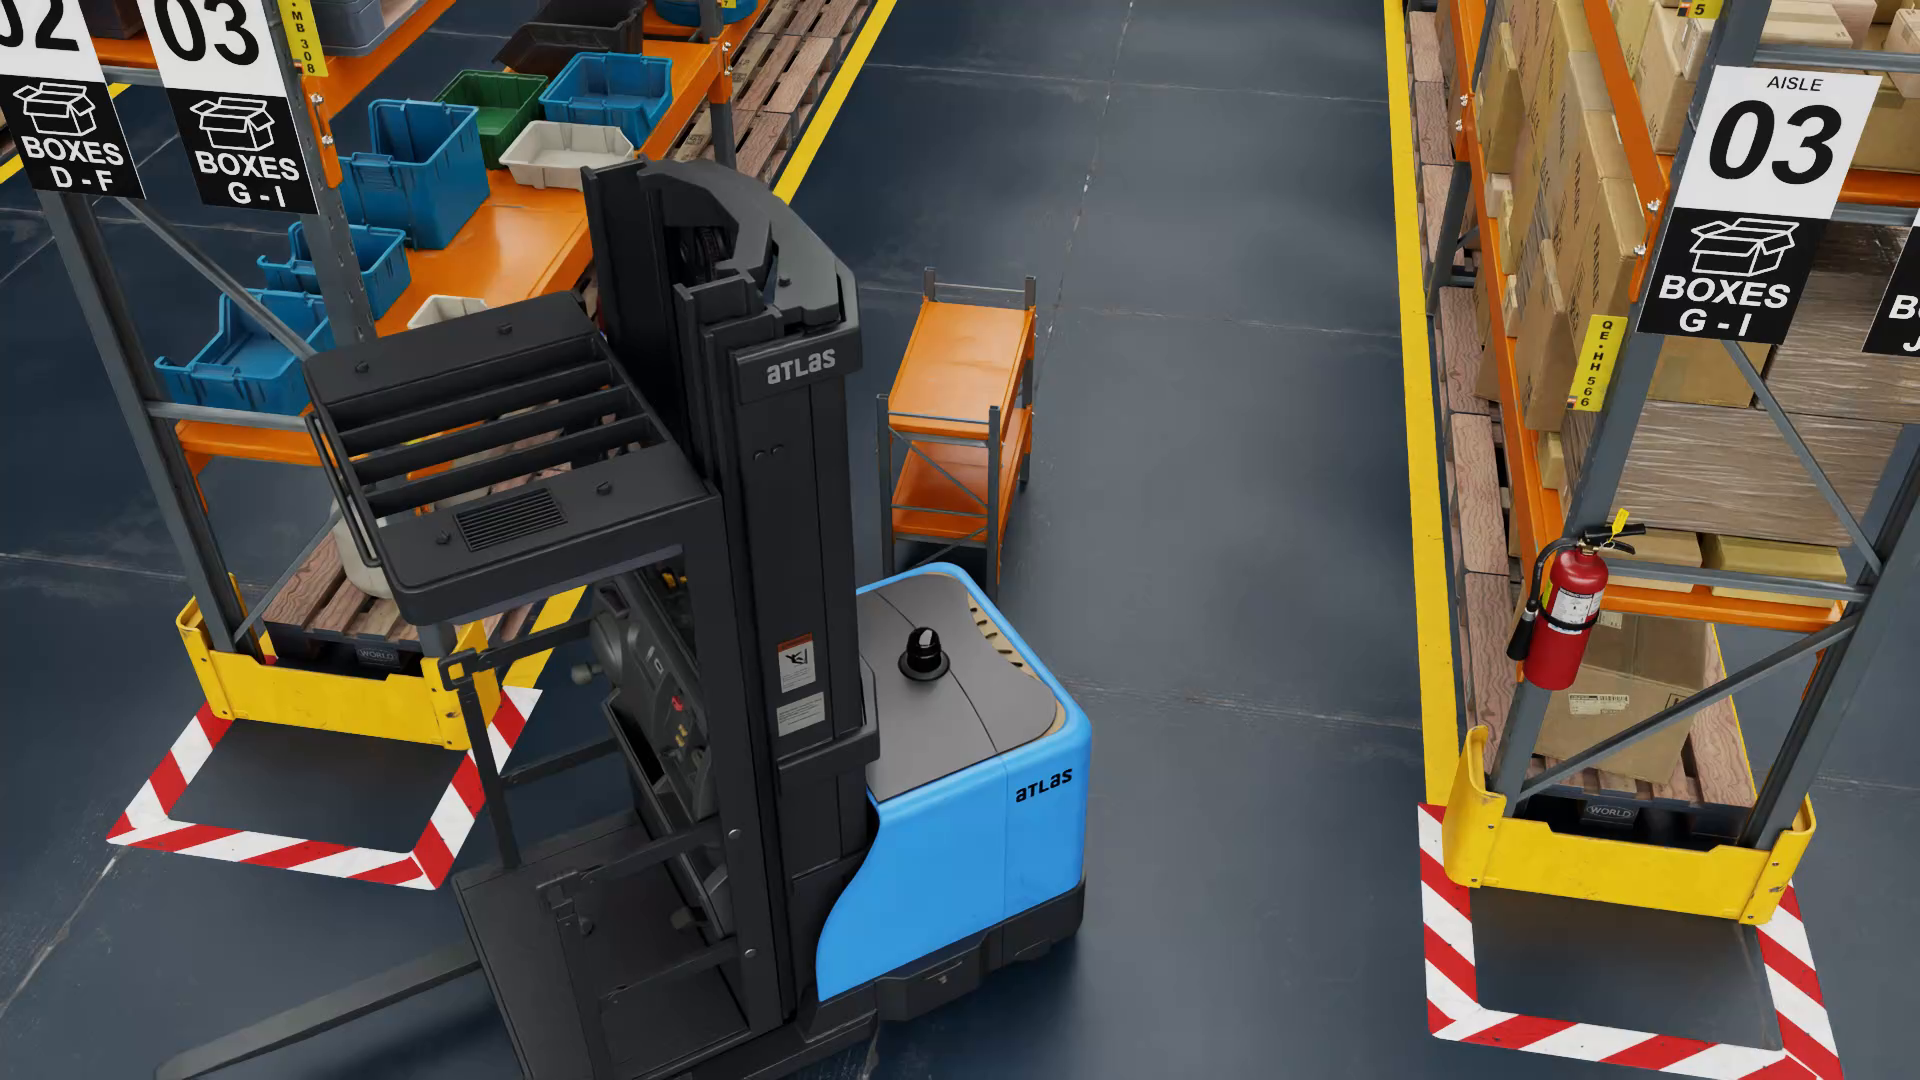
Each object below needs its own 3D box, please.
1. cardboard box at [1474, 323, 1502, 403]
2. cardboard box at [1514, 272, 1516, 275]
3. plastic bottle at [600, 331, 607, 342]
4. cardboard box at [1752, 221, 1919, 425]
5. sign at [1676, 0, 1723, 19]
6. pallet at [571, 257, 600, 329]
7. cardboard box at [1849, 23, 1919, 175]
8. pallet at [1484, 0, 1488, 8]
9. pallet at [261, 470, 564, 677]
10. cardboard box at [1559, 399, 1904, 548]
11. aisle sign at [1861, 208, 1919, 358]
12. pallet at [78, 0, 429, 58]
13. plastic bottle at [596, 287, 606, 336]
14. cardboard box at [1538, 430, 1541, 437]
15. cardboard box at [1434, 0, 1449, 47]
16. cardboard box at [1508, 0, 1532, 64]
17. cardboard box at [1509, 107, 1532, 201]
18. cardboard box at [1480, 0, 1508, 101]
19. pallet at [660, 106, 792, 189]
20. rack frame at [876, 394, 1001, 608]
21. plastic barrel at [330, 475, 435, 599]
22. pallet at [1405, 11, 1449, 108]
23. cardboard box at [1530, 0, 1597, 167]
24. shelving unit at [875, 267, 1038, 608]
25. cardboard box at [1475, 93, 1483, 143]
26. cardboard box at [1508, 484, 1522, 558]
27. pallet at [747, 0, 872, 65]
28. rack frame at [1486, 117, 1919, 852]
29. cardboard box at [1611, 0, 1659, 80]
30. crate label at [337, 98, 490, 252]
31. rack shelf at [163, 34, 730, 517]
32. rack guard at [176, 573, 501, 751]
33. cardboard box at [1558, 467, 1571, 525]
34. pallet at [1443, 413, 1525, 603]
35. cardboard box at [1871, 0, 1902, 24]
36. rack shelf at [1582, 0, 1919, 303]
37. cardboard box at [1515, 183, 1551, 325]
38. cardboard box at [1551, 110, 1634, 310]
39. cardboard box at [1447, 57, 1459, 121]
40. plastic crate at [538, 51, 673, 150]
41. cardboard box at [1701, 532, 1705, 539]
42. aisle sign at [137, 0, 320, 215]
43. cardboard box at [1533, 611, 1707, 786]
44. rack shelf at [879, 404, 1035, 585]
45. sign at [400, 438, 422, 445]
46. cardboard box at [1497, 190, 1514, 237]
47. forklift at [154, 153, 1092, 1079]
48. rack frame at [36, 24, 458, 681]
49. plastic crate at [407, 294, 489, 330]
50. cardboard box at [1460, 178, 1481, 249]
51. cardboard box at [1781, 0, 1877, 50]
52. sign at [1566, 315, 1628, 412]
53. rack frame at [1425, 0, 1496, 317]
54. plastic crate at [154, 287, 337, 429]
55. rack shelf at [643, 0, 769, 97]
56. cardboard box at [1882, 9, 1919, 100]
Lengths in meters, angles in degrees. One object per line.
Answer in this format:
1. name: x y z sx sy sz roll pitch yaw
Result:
1. cardboard box: 2.895 -0.974 8.206 0.500 0.500 0.500 19 43 21
2. cardboard box: 2.516 -1.079 6.898 0.380 0.149 0.250 6 40 8
3. plastic bottle: -1.778 -0.918 8.302 0.097 0.271 0.097 0 40 0
4. cardboard box: 2.766 -0.726 5.177 0.500 0.500 0.500 6 40 8
5. sign: 1.860 -1.443 4.093 0.100 0.325 0.005 6 40 8
6. pallet: -1.941 -1.437 9.322 1.003 0.211 1.213 6 40 8
7. cardboard box: 2.741 -1.244 4.665 0.500 0.250 0.500 8 40 9
8. pallet: 3.370 -2.772 8.899 1.003 0.211 1.213 6 40 8
9. pallet: -2.363 0.094 7.470 1.003 0.211 1.213 6 40 8
10. cardboard box: 2.525 -0.367 5.529 0.875 0.500 0.500 6 40 8
11. aisle sign: 2.687 -0.802 4.326 0.394 0.787 0.004 6 40 8
12. pallet: -2.236 -2.010 5.621 1.003 0.211 1.213 6 40 8
13. plastic bottle: -1.837 -1.202 8.636 0.061 0.283 0.133 6 40 8
14. cardboard box: 2.344 -0.452 6.139 0.380 0.149 0.250 6 40 8
15. cardboard box: 3.691 -3.676 11.459 0.700 0.500 0.500 4 40 5
16. cardboard box: 2.682 -2.353 7.145 0.500 0.500 0.500 6 40 8
17. cardboard box: 2.848 -1.625 7.050 0.875 0.500 0.500 6 40 8
18. cardboard box: 2.956 -2.260 7.818 0.875 0.500 0.500 6 40 8
19. pallet: -1.686 -2.351 10.428 1.003 0.211 1.213 6 40 8
20. rack frame: -0.087 -0.119 7.011 0.500 1.125 0.032 6 40 8
21. plastic barrel: -2.437 -0.043 7.071 0.421 0.512 0.421 0 40 0
22. pallet: 3.650 -3.328 11.609 1.003 0.211 1.213 6 40 8
23. cardboard box: 2.519 -1.724 6.384 0.500 0.500 0.500 6 40 8
24. shelving unit: 0.001 -0.438 7.397 0.538 1.125 1.048 6 40 8
25. cardboard box: 2.705 -2.028 8.047 0.380 0.149 0.250 6 40 8
26. cardboard box: 2.724 -0.230 7.307 0.500 0.500 0.500 10 41 12
27. pallet: -1.263 -3.882 12.280 1.003 0.211 1.213 6 40 8
28. rack frame: 2.403 0.128 5.241 1.000 3.000 0.127 6 40 8
29. cardboard box: 2.319 -1.615 5.113 0.500 0.250 0.500 7 40 8
30. crate label: -2.423 -1.617 7.324 0.502 0.435 0.616 6 40 8
31. rack shelf: -2.129 -1.396 7.649 1.077 0.370 4.000 6 40 8
32. rack guard: -2.509 0.492 6.762 1.175 0.500 0.348 6 40 8
33. cardboard box: 2.293 -0.134 5.755 0.380 0.149 0.250 6 40 8
34. pallet: 2.805 -0.115 7.723 1.003 0.211 1.213 6 40 8
35. cardboard box: 2.741 -1.596 4.777 0.380 0.149 0.250 6 40 7
36. rack shelf: 2.749 -2.006 6.033 1.077 0.370 4.000 6 40 8
37. cardboard box: 2.622 -1.004 6.298 0.875 0.500 0.500 6 40 8
38. cardboard box: 2.335 -1.098 5.627 0.500 0.500 0.500 6 40 8
39. cardboard box: 3.516 -2.970 10.605 0.700 0.500 0.500 10 41 11
40. plastic crate: -1.707 -2.147 8.109 0.499 0.251 0.616 6 40 8
41. cardboard box: 2.749 -0.083 5.693 0.380 0.149 0.250 6 40 8
42. aisle sign: -2.199 -1.343 4.980 0.394 0.787 0.004 6 40 8
43. cardboard box: 2.527 0.539 6.376 0.500 0.500 0.500 14 41 16
44. rack shelf: 0.001 -0.249 7.553 0.538 0.278 1.000 6 40 8
45. sign: -1.934 -0.462 5.737 0.100 0.325 0.005 6 40 8
46. cardboard box: 2.569 -1.397 7.282 0.380 0.149 0.250 6 40 8
47. forklift: -1.100 0.472 4.878 3.031 2.935 1.130 -19 43 -22
48. rack frame: -2.476 -0.418 5.902 1.000 3.000 0.127 6 40 8
49. plastic crate: -2.004 -0.843 6.622 0.298 0.136 0.250 6 40 8
50. cardboard box: 3.222 -1.972 9.397 0.700 0.500 0.500 4 40 4
51. cardboard box: 2.304 -1.483 4.641 0.380 0.149 0.250 5 40 6
52. sign: 1.860 -0.514 4.861 0.100 0.325 0.005 6 40 8
53. rack frame: 3.095 -2.383 8.278 1.000 3.000 0.127 6 40 8
54. plastic crate: -2.684 -0.708 6.369 0.499 0.251 0.616 6 40 8
55. rack shelf: -1.437 -3.907 10.686 1.077 0.370 4.000 6 40 8
56. cardboard box: 2.678 -1.271 4.384 0.380 0.149 0.250 6 40 7
